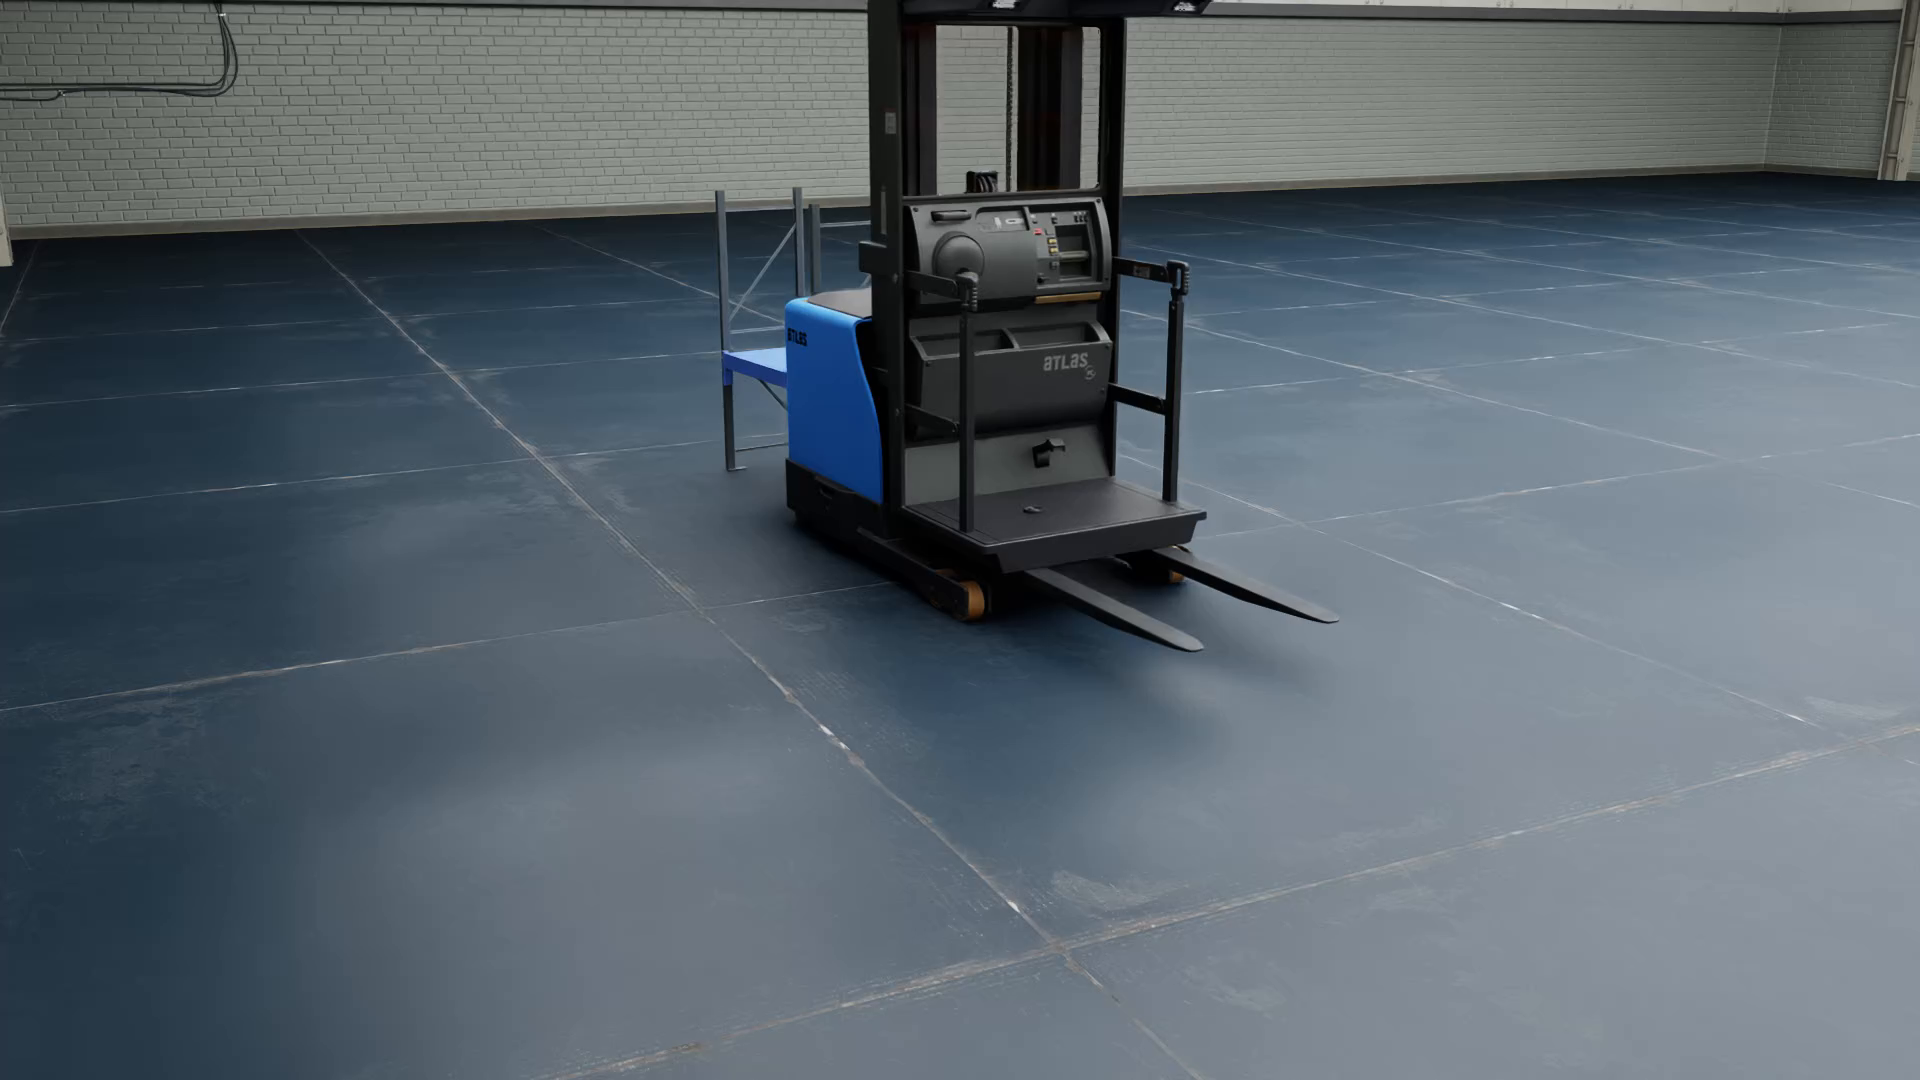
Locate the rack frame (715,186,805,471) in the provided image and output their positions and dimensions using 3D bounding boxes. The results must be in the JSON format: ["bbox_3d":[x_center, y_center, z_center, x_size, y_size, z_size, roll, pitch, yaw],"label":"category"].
[{"bbox_3d":[-1.061,-1.136,8.989,0.500,1.500,0.032,-10,19,-32],"label":"rack frame"}]

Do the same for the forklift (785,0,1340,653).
[{"bbox_3d":[0.325,-1.227,6.713,1.130,2.935,3.031,-9,18,-28],"label":"forklift"}]

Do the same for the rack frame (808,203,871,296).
[{"bbox_3d":[-0.499,-0.902,8.174,0.500,1.500,0.032,-10,19,-32],"label":"rack frame"}]

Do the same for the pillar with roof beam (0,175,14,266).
[{"bbox_3d":[-6.743,-7.880,18.897,9.100,9.000,0.400,-8,18,-25],"label":"pillar with roof beam"}]

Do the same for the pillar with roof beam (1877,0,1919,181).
[{"bbox_3d":[13.834,-10.646,28.536,9.100,9.000,0.400,-8,18,-25],"label":"pillar with roof beam"}]

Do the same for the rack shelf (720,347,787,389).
[{"bbox_3d":[-0.780,-0.846,8.631,0.538,0.185,1.000,-10,19,-32],"label":"rack shelf"}]

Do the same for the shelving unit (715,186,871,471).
[{"bbox_3d":[-0.780,-1.019,8.582,0.538,1.500,1.048,-10,19,-32],"label":"shelving unit"}]

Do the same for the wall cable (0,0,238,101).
[{"bbox_3d":[-10.715,-6.758,20.615,3.097,2.526,0.112,-8,18,-25],"label":"wall cable"}]
